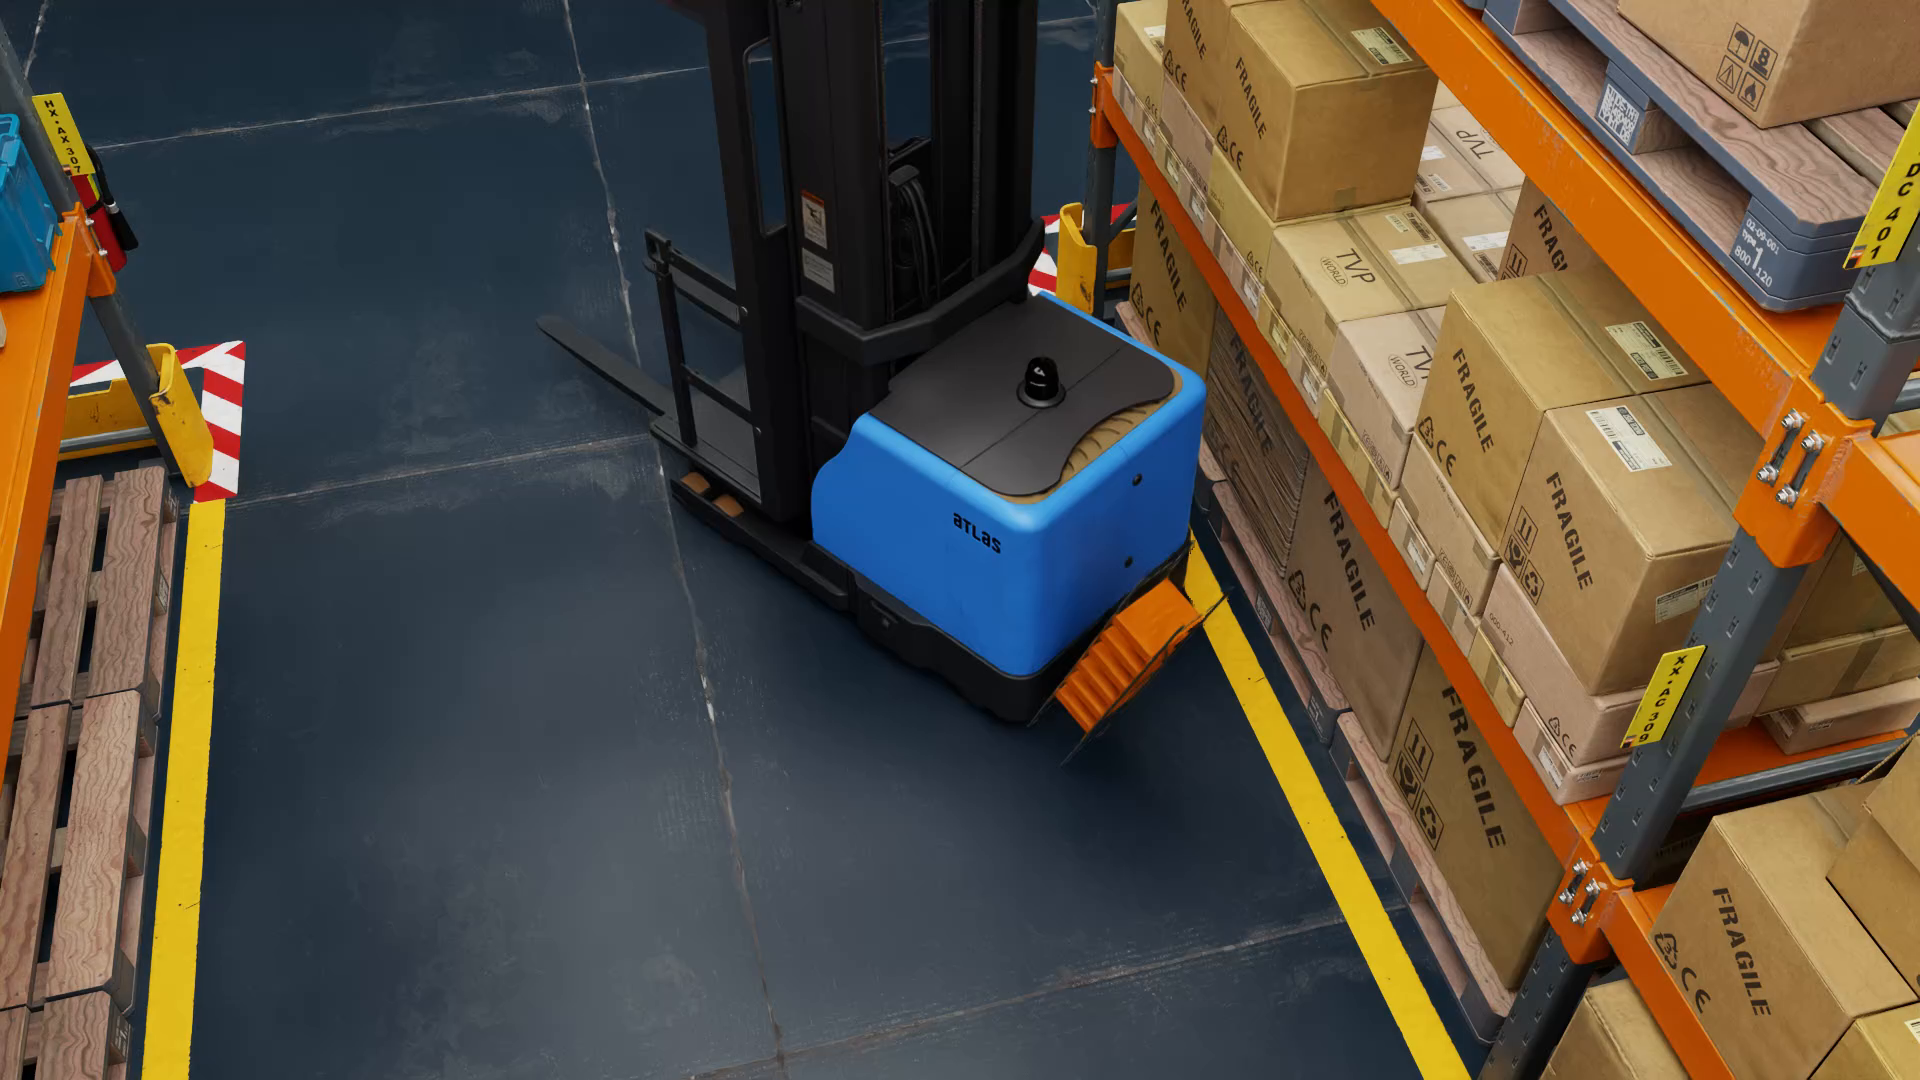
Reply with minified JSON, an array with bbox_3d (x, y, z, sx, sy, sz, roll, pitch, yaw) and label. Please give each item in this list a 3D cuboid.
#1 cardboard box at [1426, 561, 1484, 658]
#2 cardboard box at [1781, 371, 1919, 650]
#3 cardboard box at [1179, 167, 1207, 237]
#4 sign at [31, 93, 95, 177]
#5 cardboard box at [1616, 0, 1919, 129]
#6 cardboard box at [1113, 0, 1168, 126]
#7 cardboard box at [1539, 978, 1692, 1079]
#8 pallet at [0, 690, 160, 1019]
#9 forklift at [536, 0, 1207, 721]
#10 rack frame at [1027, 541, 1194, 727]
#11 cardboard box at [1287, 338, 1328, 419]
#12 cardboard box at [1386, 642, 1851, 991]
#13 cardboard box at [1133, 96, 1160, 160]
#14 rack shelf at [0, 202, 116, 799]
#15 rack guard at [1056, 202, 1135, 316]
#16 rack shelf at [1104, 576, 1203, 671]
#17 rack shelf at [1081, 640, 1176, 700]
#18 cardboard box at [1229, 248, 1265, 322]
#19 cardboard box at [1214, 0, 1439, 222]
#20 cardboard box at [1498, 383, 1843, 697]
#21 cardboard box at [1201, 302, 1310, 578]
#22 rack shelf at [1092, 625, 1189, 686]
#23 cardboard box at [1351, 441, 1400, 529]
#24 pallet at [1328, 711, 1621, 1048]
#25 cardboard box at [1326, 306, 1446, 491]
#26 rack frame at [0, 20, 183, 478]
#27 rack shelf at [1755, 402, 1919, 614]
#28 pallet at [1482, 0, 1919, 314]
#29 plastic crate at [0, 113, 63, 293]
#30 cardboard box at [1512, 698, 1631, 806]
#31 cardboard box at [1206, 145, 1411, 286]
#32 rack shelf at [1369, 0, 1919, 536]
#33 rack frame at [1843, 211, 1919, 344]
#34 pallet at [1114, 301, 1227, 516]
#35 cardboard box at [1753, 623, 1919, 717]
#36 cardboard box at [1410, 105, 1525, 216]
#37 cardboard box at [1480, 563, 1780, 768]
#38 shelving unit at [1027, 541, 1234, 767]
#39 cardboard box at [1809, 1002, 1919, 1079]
[{"bbox_3d":[1.549,0.158,4.671,0.380,0.149,0.250,-11,47,-11],"label":"cardboard box"},{"bbox_3d":[2.200,-0.116,4.135,0.500,0.500,0.500,-11,47,-10],"label":"cardboard box"},{"bbox_3d":[1.024,-1.259,6.059,0.380,0.149,0.250,-11,47,-11],"label":"cardboard box"},{"bbox_3d":[-3.209,-1.449,5.956,0.100,0.325,0.005,-11,47,-10],"label":"sign"},{"bbox_3d":[1.817,-1.220,3.311,0.700,0.500,0.500,-13,47,-13],"label":"cardboard box"},{"bbox_3d":[0.913,-1.857,6.366,0.500,0.250,0.500,-12,47,-11],"label":"cardboard box"},{"bbox_3d":[2.258,1.611,4.265,1.225,0.875,0.875,-11,47,-10],"label":"cardboard box"},{"bbox_3d":[-3.254,1.113,5.511,1.003,0.211,1.213,-11,47,-10],"label":"pallet"},{"bbox_3d":[-0.547,-1.293,5.965,3.031,2.935,1.130,33,54,28],"label":"forklift"},{"bbox_3d":[0.479,0.339,5.539,0.240,1.200,0.006,-33,76,-28],"label":"rack frame"},{"bbox_3d":[1.287,-0.550,5.365,0.380,0.149,0.250,-10,46,-10],"label":"cardboard box"},{"bbox_3d":[1.983,0.702,5.155,0.875,0.875,0.875,-11,47,-10],"label":"cardboard box"},{"bbox_3d":[0.890,-1.615,6.409,0.380,0.149,0.250,-11,47,-11],"label":"cardboard box"},{"bbox_3d":[-3.225,0.353,4.808,1.077,0.370,4.000,-11,47,-10],"label":"rack shelf"},{"bbox_3d":[1.045,-1.327,7.701,1.175,0.500,0.348,-11,47,-10],"label":"rack guard"},{"bbox_3d":[0.615,0.262,5.250,0.258,0.103,0.180,-33,76,-28],"label":"rack shelf"},{"bbox_3d":[0.556,0.373,5.454,0.258,0.103,0.180,-33,76,-28],"label":"rack shelf"},{"bbox_3d":[1.154,-0.905,5.713,0.380,0.149,0.250,-11,47,-11],"label":"cardboard box"},{"bbox_3d":[1.179,-1.417,5.410,0.500,0.500,0.500,-12,47,-11],"label":"cardboard box"},{"bbox_3d":[1.699,-0.007,4.028,0.500,0.500,0.500,-9,46,-9],"label":"cardboard box"},{"bbox_3d":[1.525,-0.533,6.366,0.875,0.875,0.875,-11,47,-10],"label":"cardboard box"},{"bbox_3d":[0.585,0.317,5.352,0.258,0.103,0.180,-33,76,-28],"label":"rack shelf"},{"bbox_3d":[1.416,-0.197,5.019,0.380,0.149,0.250,-10,46,-10],"label":"cardboard box"},{"bbox_3d":[1.956,1.013,5.610,1.003,0.211,1.213,-11,47,-10],"label":"pallet"},{"bbox_3d":[1.443,-0.442,4.979,0.500,0.250,0.500,-10,46,-10],"label":"cardboard box"},{"bbox_3d":[-3.737,-1.280,5.904,1.000,3.000,0.127,-11,47,-10],"label":"rack frame"},{"bbox_3d":[2.587,1.159,1.918,1.077,0.370,4.000,-11,47,-10],"label":"rack shelf"},{"bbox_3d":[1.876,-1.010,3.601,1.003,0.211,1.213,-11,47,-10],"label":"pallet"},{"bbox_3d":[-3.471,-1.116,5.677,0.616,0.435,0.499,-11,47,-10],"label":"plastic crate"},{"bbox_3d":[1.680,0.513,4.323,0.380,0.149,0.250,-10,47,-10],"label":"cardboard box"},{"bbox_3d":[1.178,-1.151,5.675,0.500,0.250,0.500,-12,47,-12],"label":"cardboard box"},{"bbox_3d":[1.563,-1.603,4.624,1.077,0.370,4.000,-11,47,-10],"label":"rack shelf"},{"bbox_3d":[2.075,-1.524,1.943,1.000,3.000,0.127,-11,47,-10],"label":"rack frame"},{"bbox_3d":[1.331,-0.672,7.261,1.003,0.211,1.213,-11,47,-10],"label":"pallet"},{"bbox_3d":[2.208,0.152,4.397,0.500,0.250,0.500,-11,47,-11],"label":"cardboard box"},{"bbox_3d":[1.692,-1.250,5.771,0.500,0.250,0.500,-12,47,-12],"label":"cardboard box"},{"bbox_3d":[1.708,0.267,4.284,0.500,0.250,0.500,-12,47,-11],"label":"cardboard box"},{"bbox_3d":[0.537,0.408,5.519,0.258,1.200,0.189,-33,76,-28],"label":"shelving unit"},{"bbox_3d":[2.081,1.251,3.354,0.500,0.500,0.500,-11,47,-10],"label":"cardboard box"}]
